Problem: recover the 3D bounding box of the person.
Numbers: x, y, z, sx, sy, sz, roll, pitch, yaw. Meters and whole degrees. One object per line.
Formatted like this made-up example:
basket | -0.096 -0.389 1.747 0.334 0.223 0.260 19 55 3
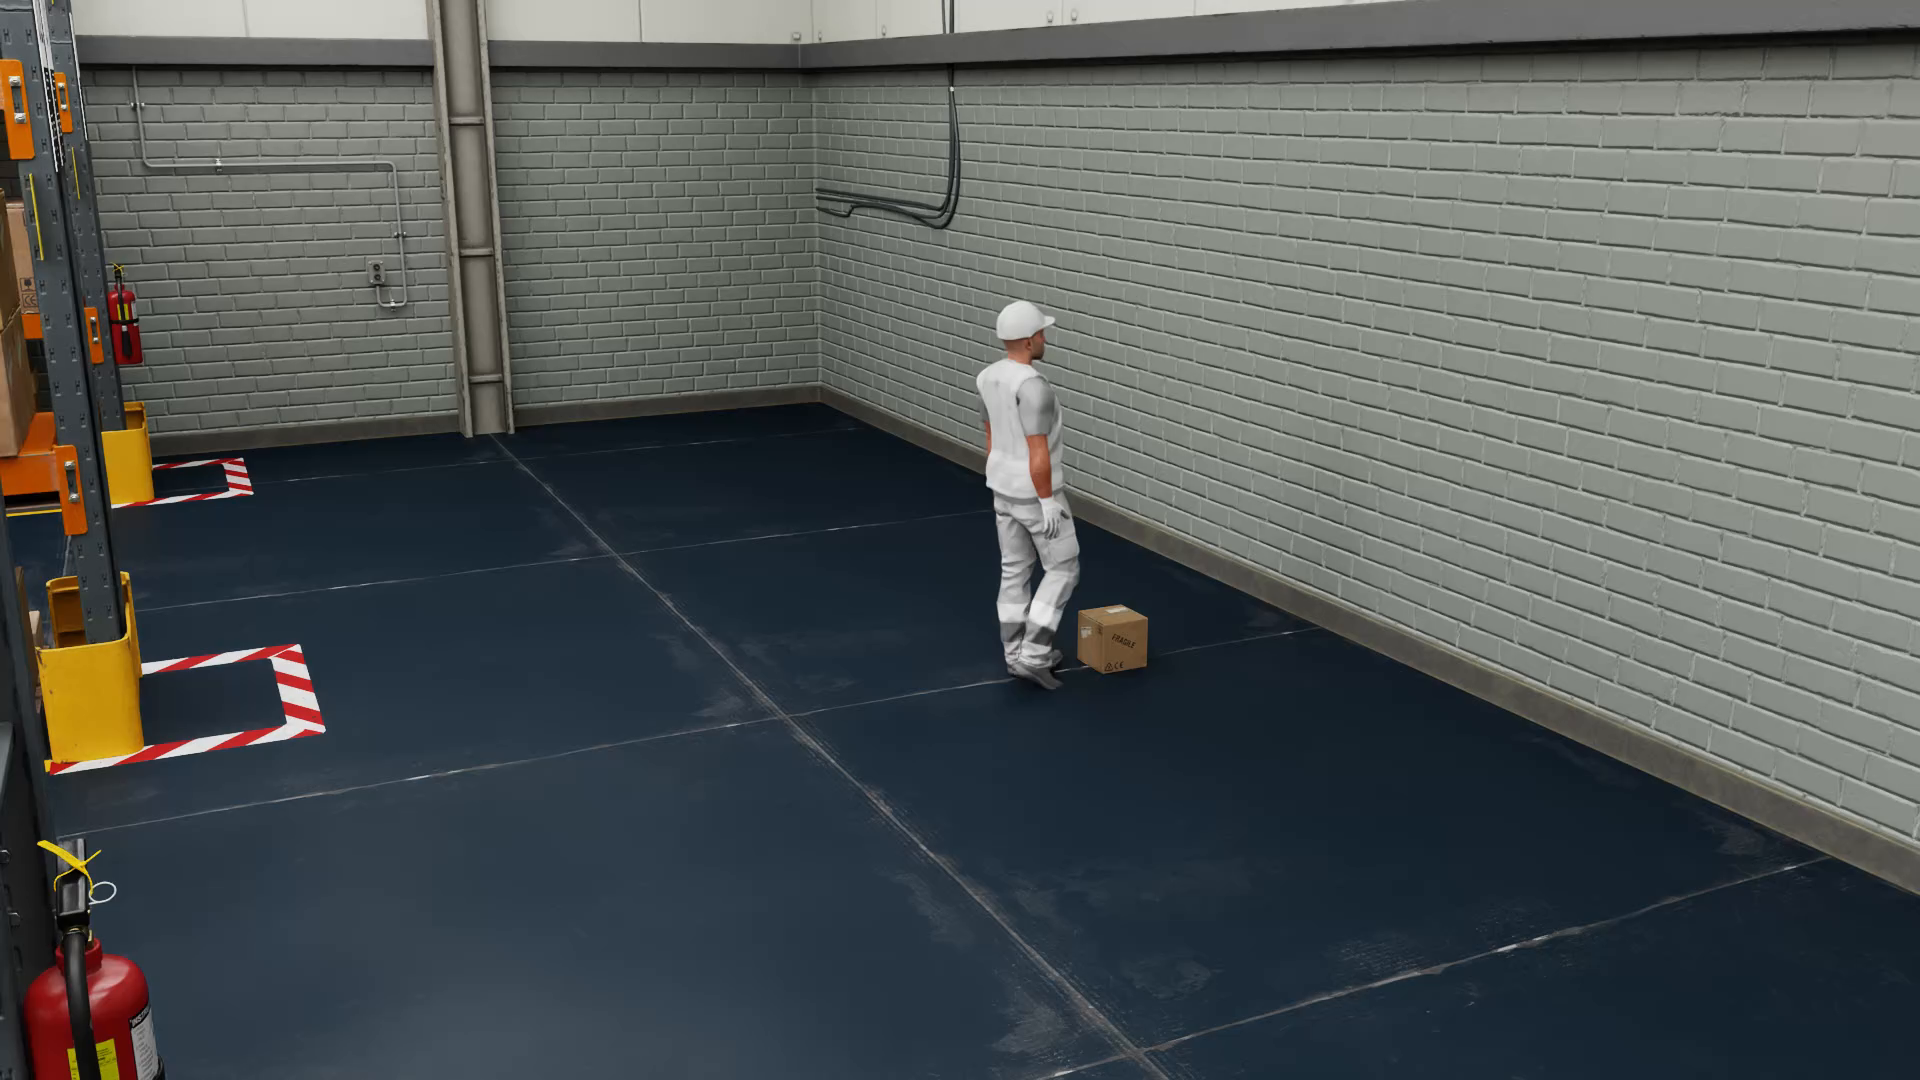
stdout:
person | 0.336 -0.199 7.755 0.426 1.839 0.564 -9 17 -30
